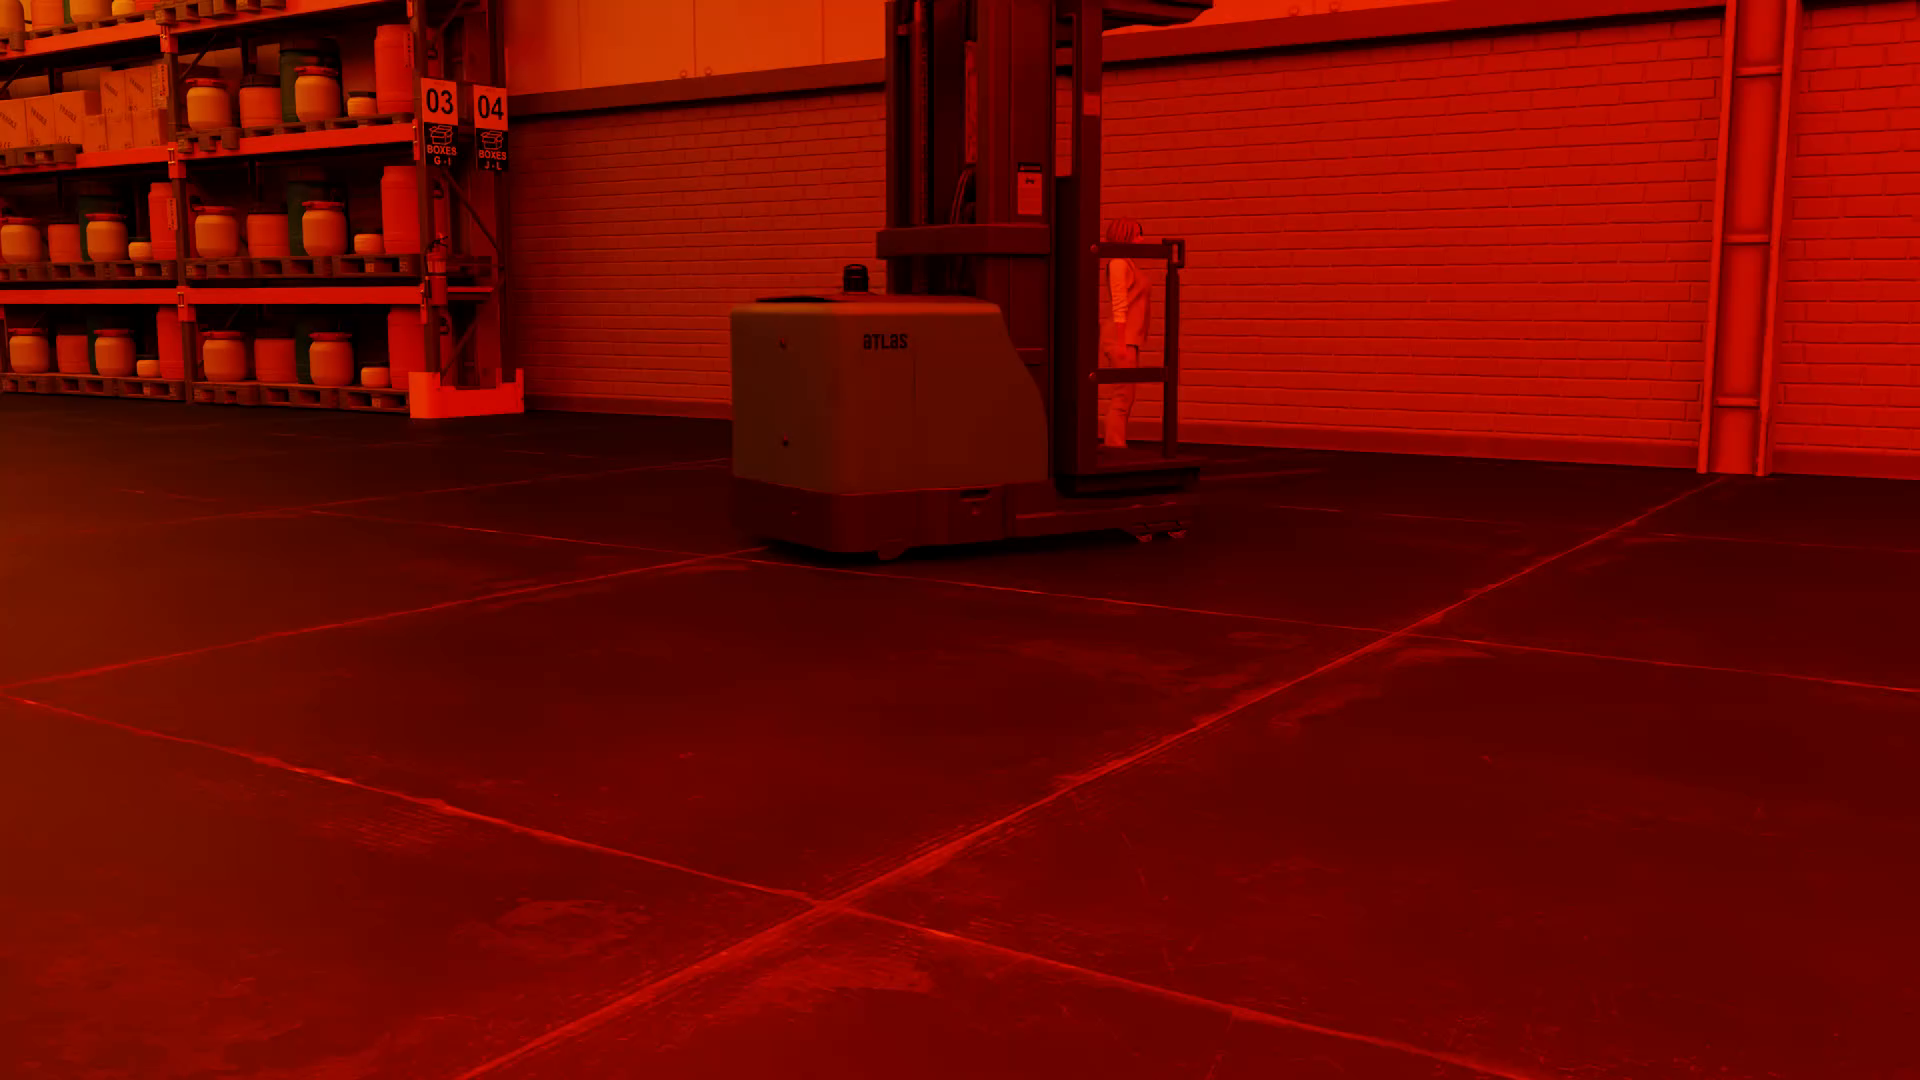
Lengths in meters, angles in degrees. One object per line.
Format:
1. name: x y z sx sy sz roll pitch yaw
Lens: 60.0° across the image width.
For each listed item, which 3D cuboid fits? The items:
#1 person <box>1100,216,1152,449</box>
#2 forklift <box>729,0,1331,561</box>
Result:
1. person: 1.031 -1.191 10.305 0.328 1.602 0.410 1 8 10
2. forklift: 0.467 -1.503 7.762 3.031 2.935 1.130 -6 10 -34
